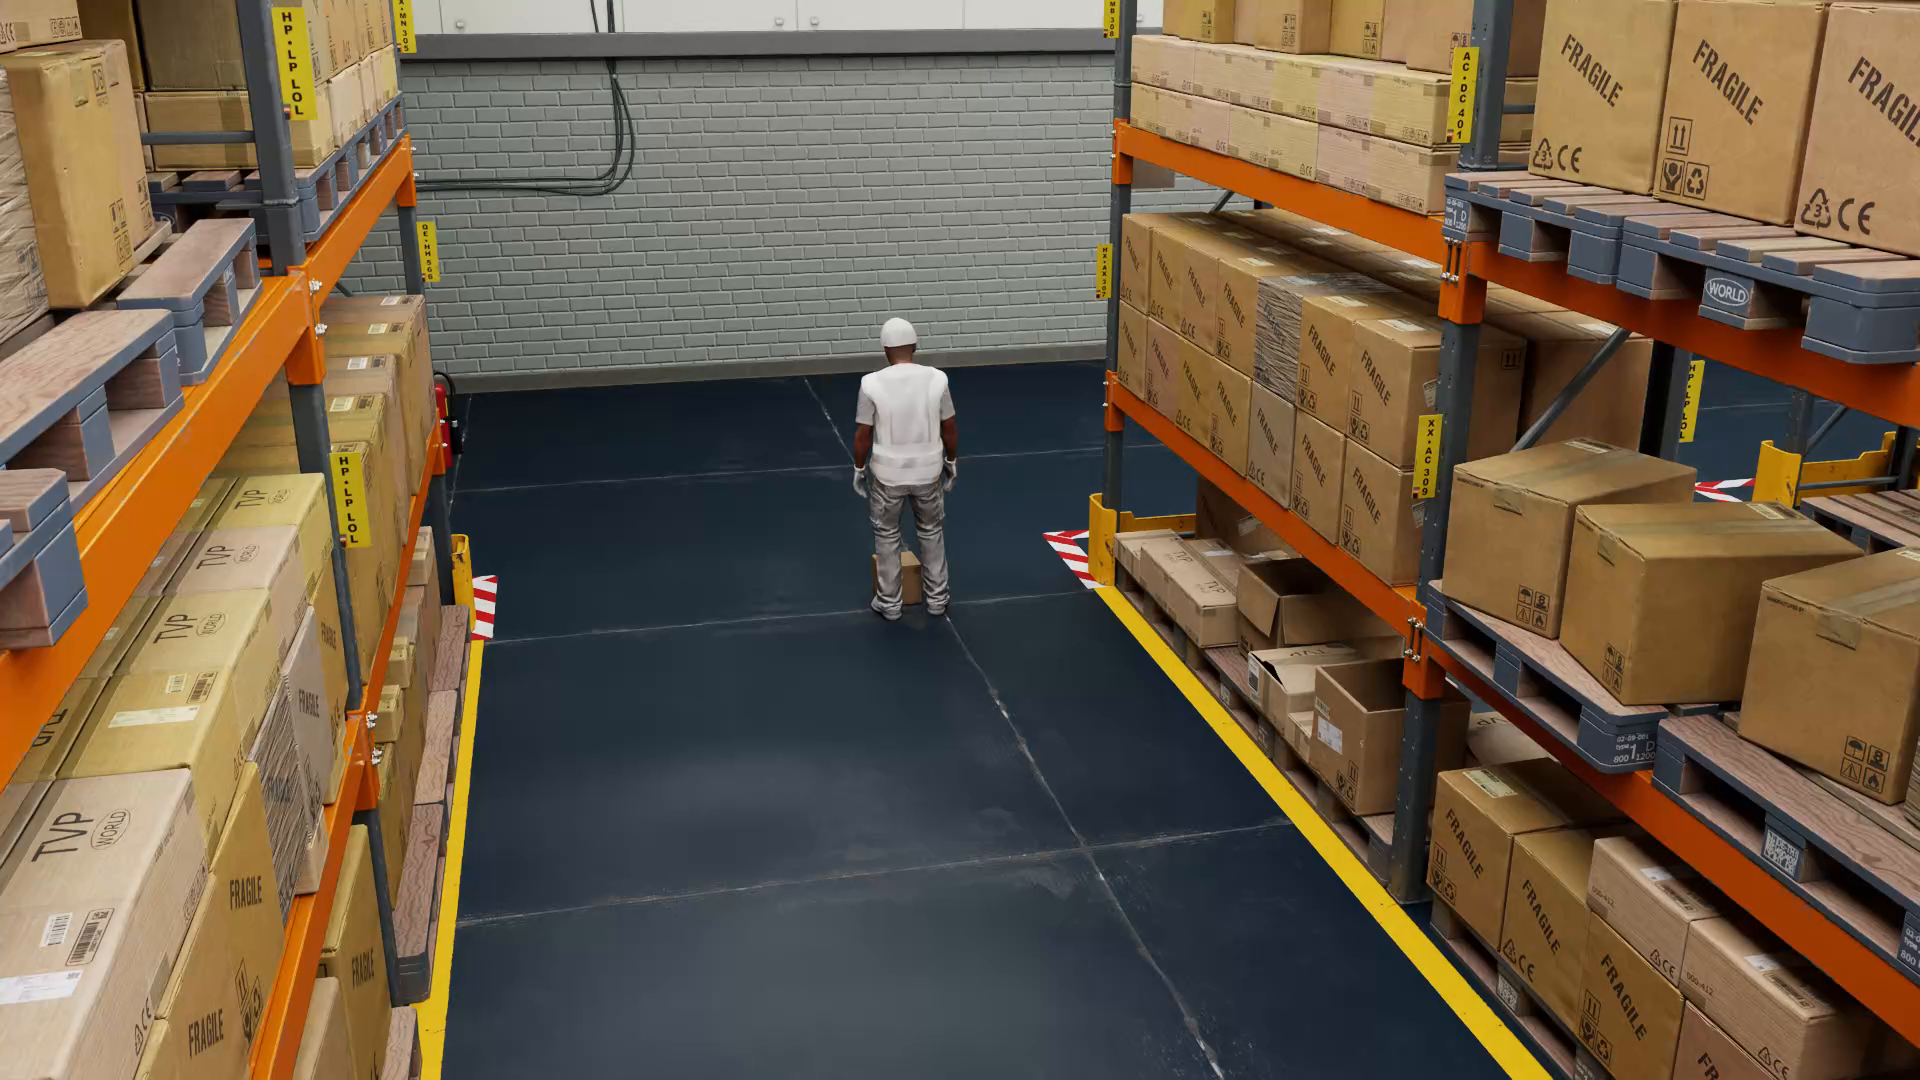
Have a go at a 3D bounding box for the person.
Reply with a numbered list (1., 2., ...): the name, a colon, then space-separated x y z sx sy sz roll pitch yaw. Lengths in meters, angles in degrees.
1. person: -0.315 -0.407 9.706 0.617 1.774 0.448 -4 20 -12
